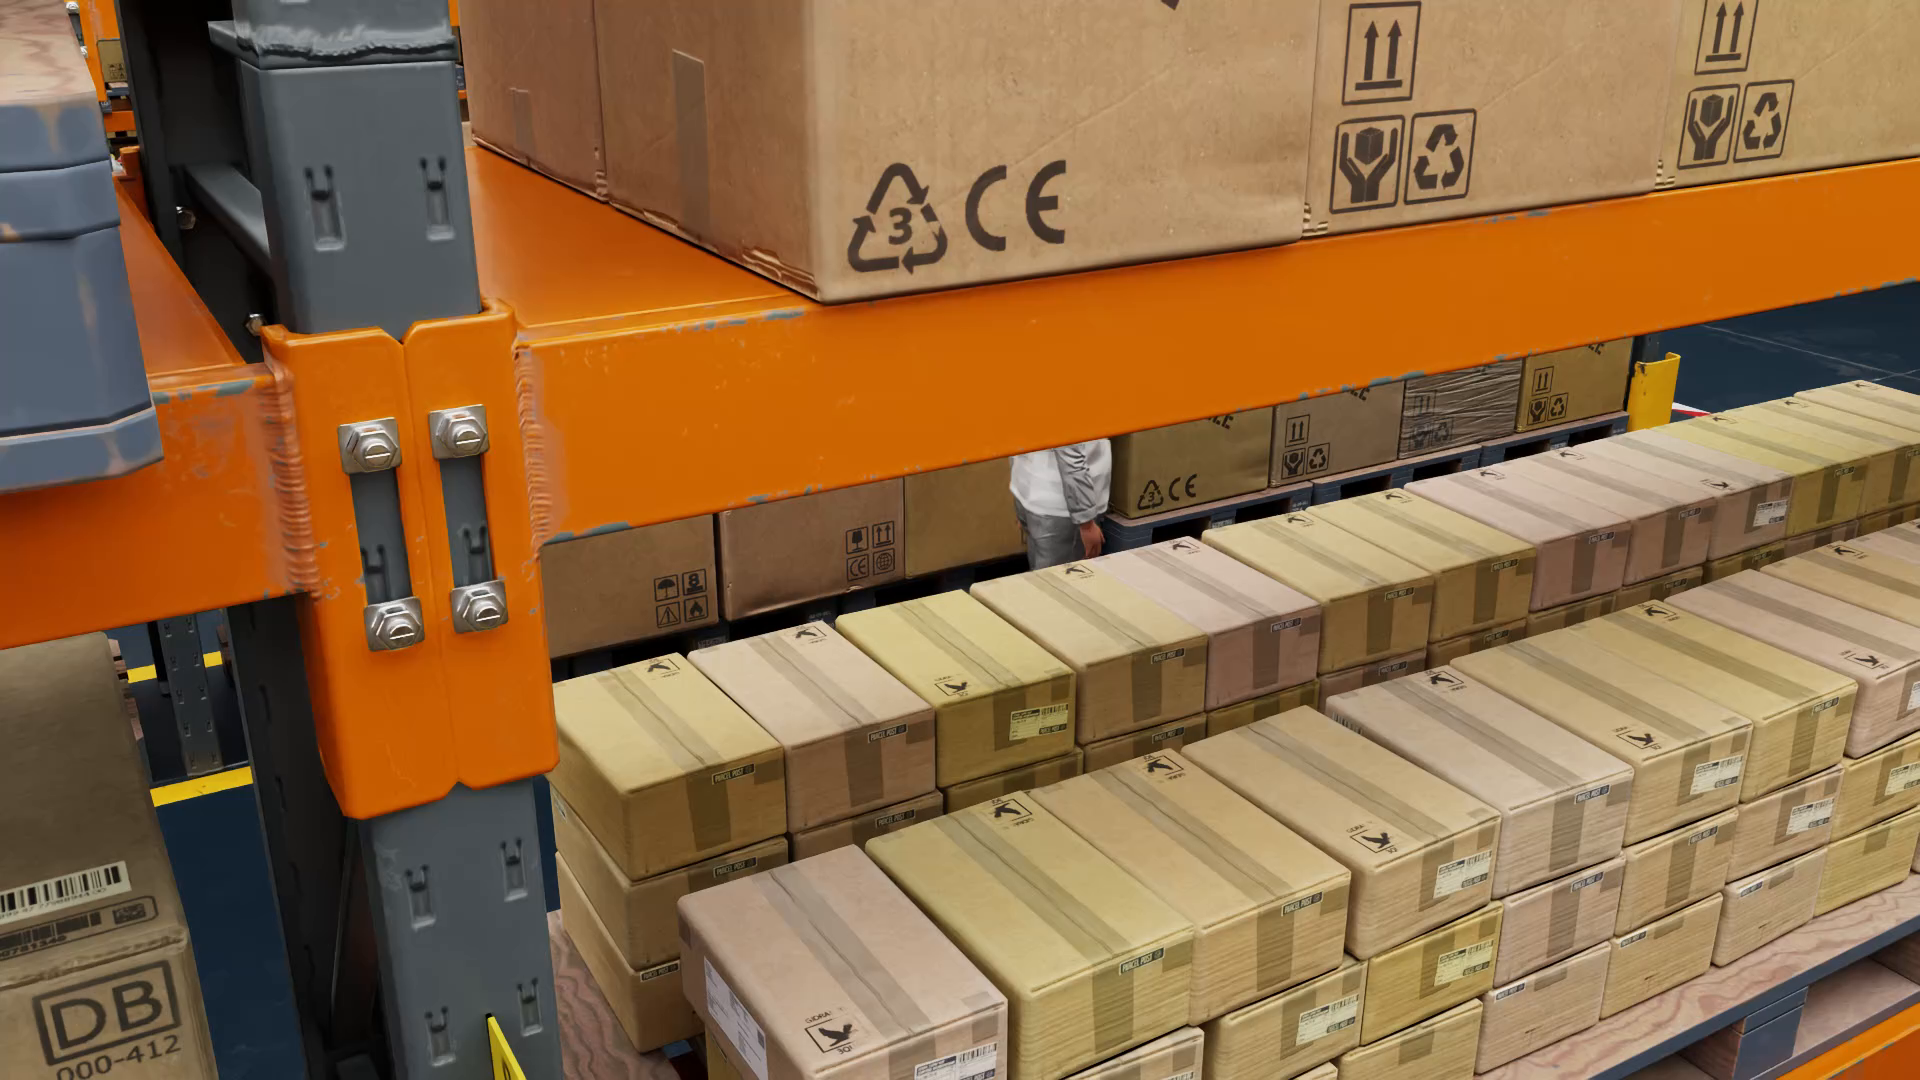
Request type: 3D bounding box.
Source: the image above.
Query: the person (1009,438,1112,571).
[{"bbox_3d":[0.368,-0.135,6.360,0.402,1.766,0.581,-6,22,-14],"label":"person"}]
